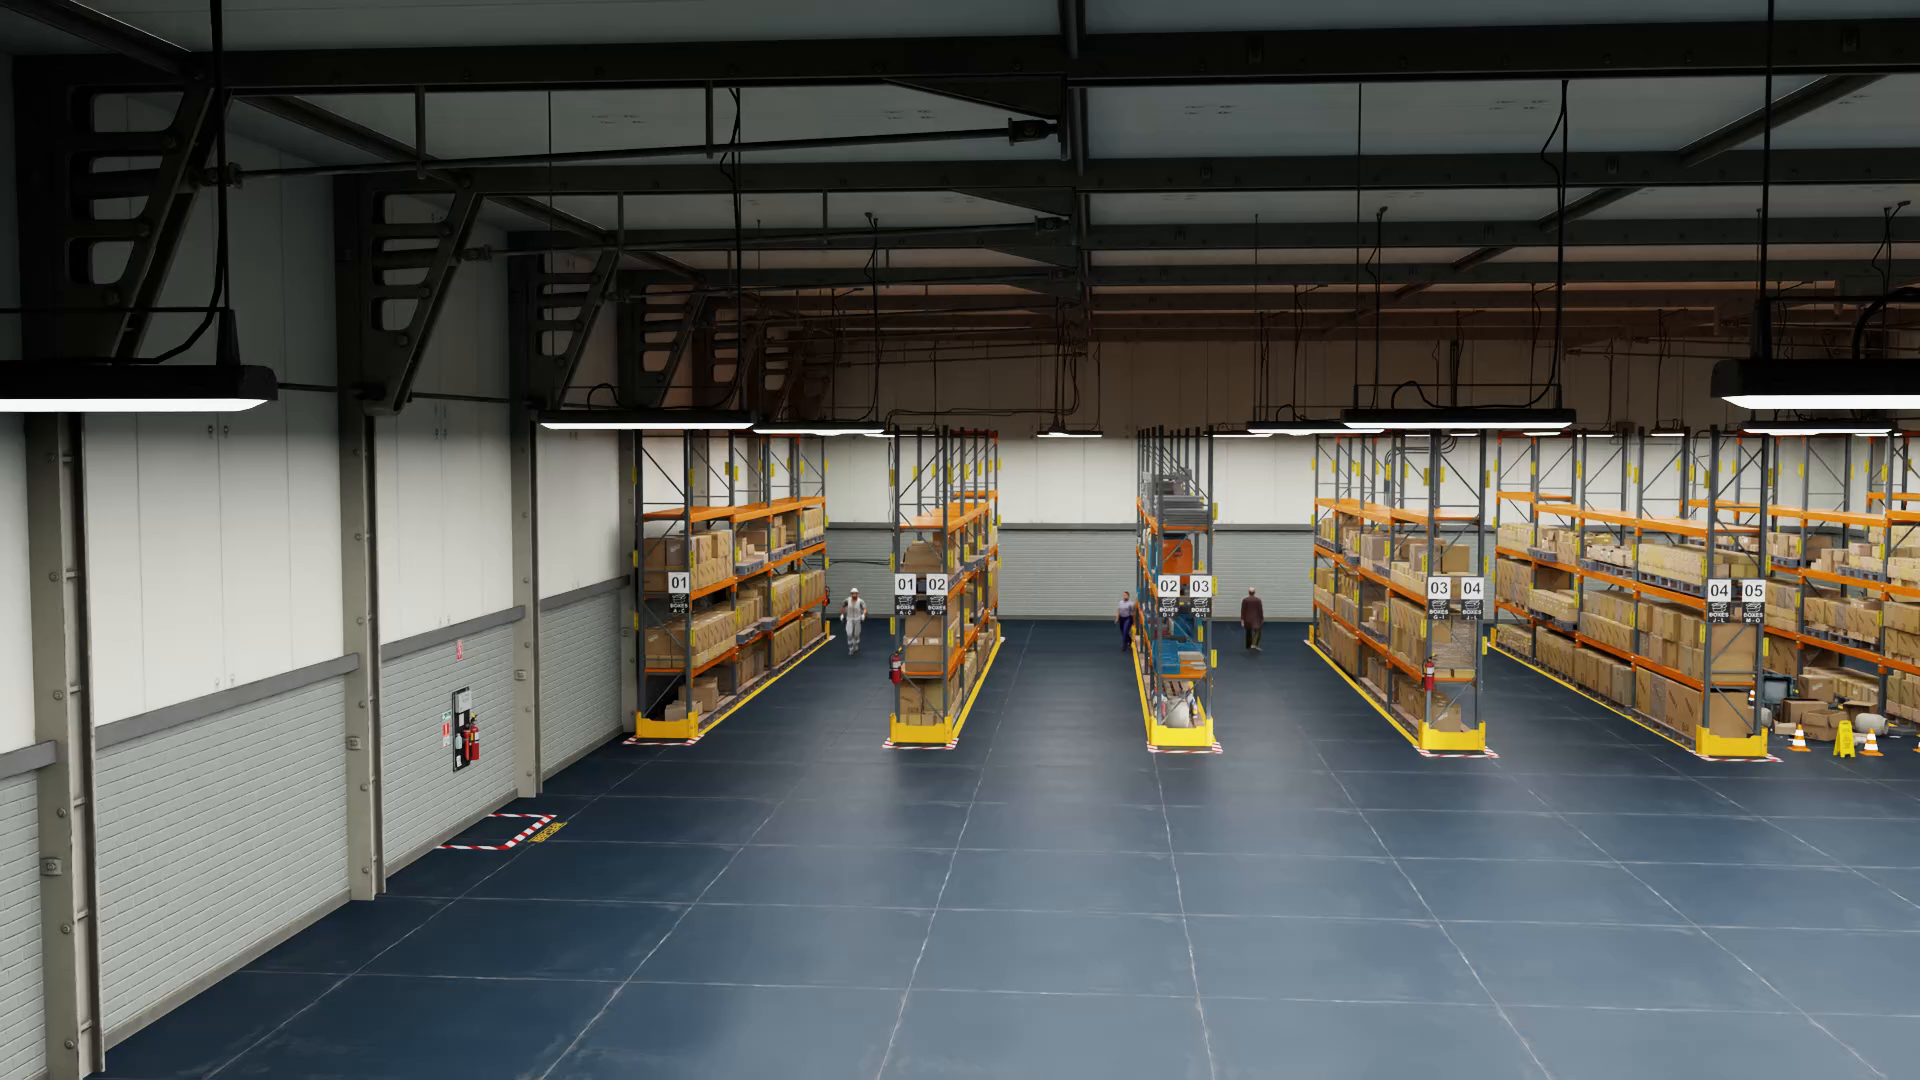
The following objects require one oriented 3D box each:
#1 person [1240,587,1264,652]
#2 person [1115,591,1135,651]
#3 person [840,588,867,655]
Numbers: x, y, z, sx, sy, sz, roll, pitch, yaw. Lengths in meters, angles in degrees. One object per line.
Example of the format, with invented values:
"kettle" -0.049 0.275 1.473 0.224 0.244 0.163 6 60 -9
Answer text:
"person" 7.863 2.199 44.757 0.609 1.659 0.934 1 4 20
"person" 4.536 2.188 45.269 0.498 1.591 1.012 2 4 34
"person" -2.852 2.191 44.598 0.725 1.818 0.787 0 3 0
